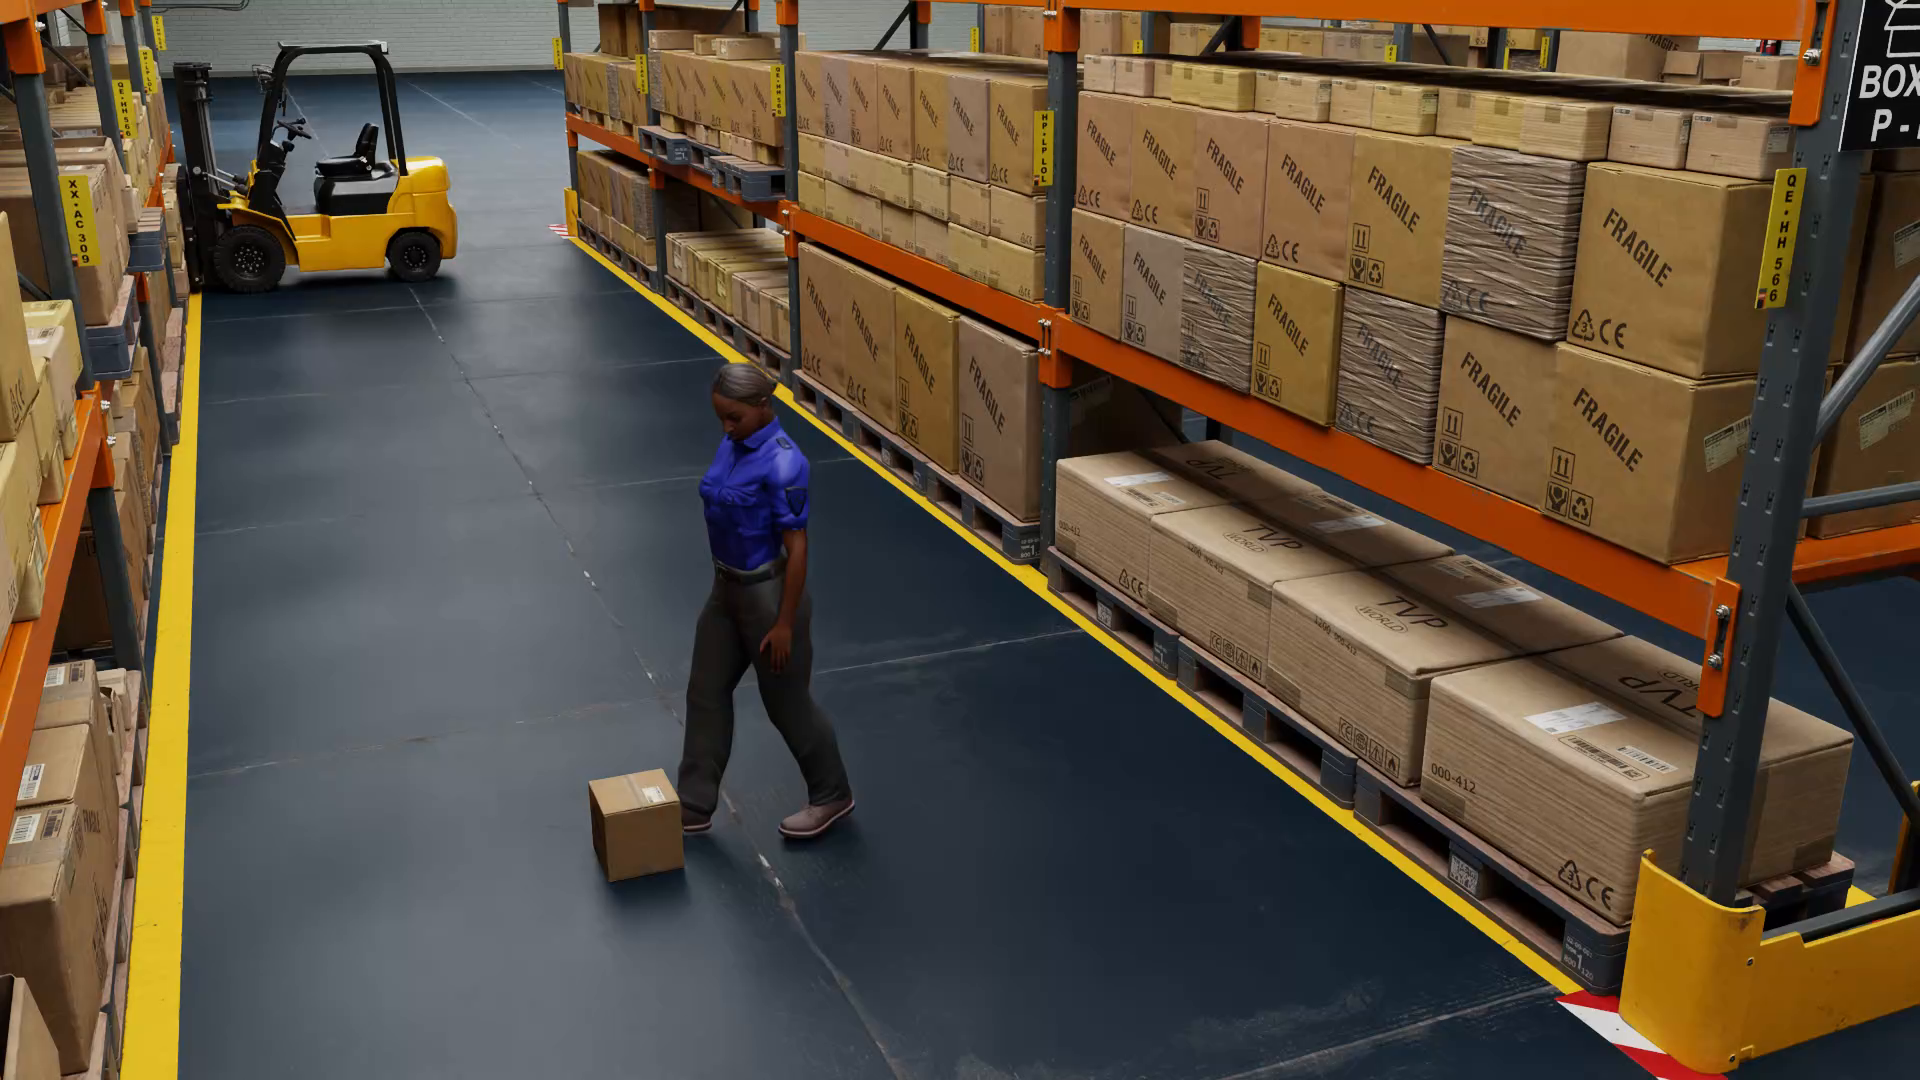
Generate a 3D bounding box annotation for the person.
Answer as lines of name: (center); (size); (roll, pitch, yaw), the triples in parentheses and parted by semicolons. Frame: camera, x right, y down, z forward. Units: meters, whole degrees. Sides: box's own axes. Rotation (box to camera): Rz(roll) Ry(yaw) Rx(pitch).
person: (-0.720, 0.227, 5.389); (0.730, 1.626, 0.490); (-13, 23, -33)
